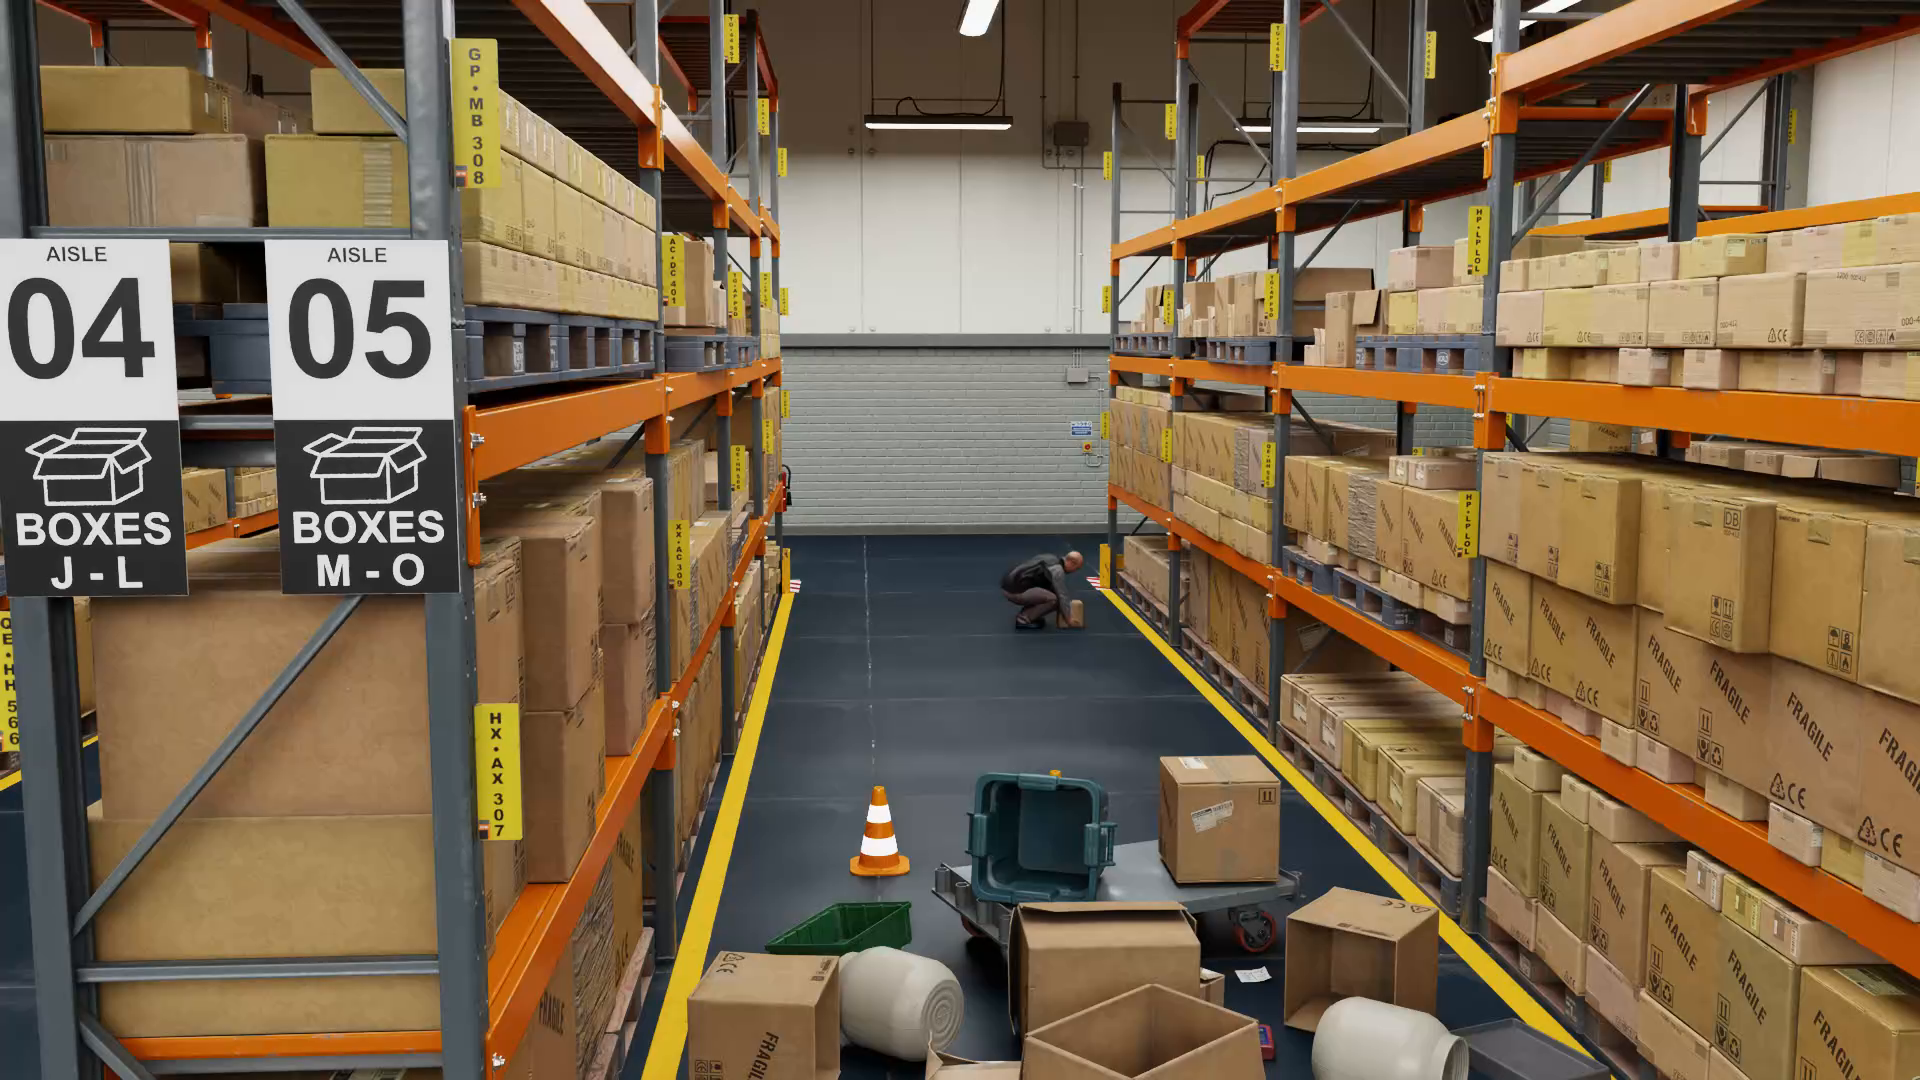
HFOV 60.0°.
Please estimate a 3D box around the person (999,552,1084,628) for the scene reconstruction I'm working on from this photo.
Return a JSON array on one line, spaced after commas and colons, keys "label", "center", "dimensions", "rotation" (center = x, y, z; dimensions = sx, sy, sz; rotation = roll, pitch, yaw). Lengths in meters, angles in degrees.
[{"label": "person", "center": [0.862, 0.546, 17.497], "dimensions": [0.893, 0.835, 0.526], "rotation": [0, 7, -4]}]
